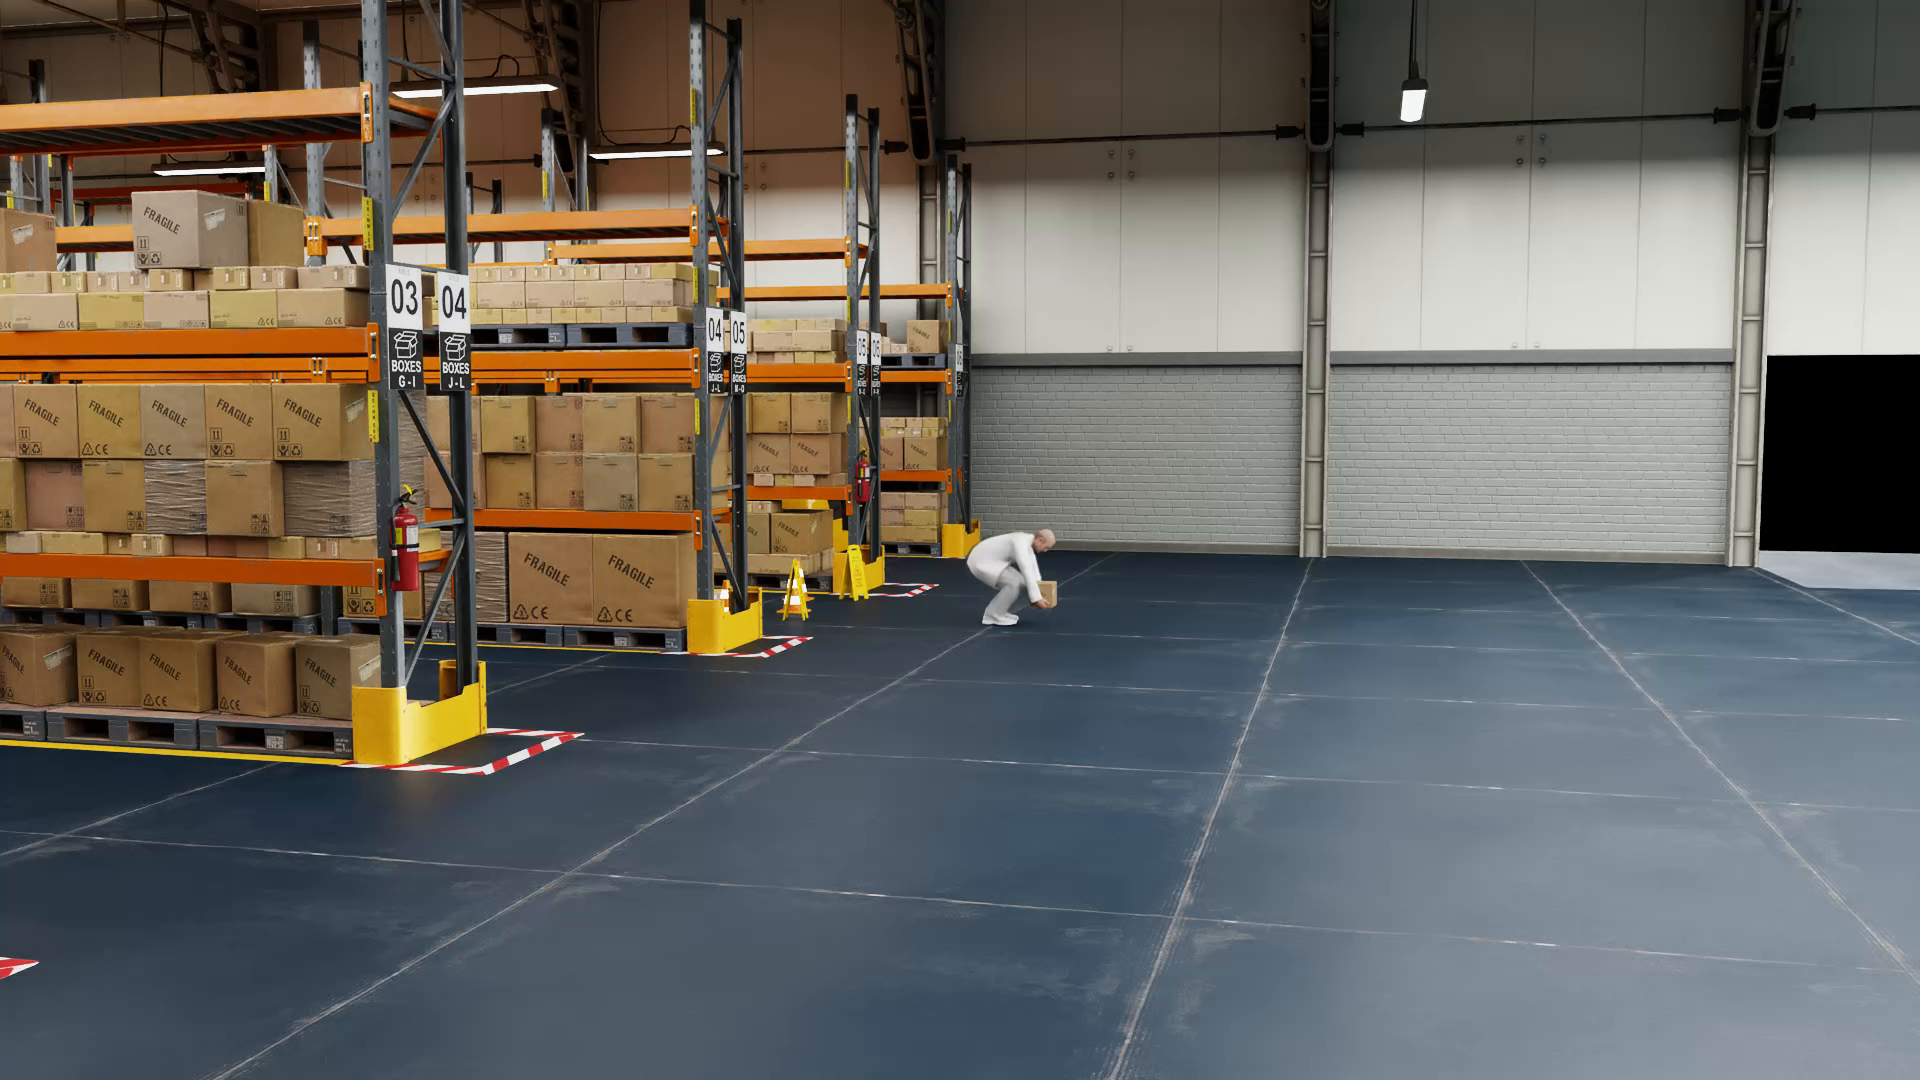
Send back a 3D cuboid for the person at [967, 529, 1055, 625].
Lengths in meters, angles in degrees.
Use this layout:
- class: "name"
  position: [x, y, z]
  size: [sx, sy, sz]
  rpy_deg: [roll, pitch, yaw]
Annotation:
- class: "person"
  position: [0.535, 0.383, 17.493]
  size: [0.922, 1.010, 0.589]
  rpy_deg: [1, 5, 12]
